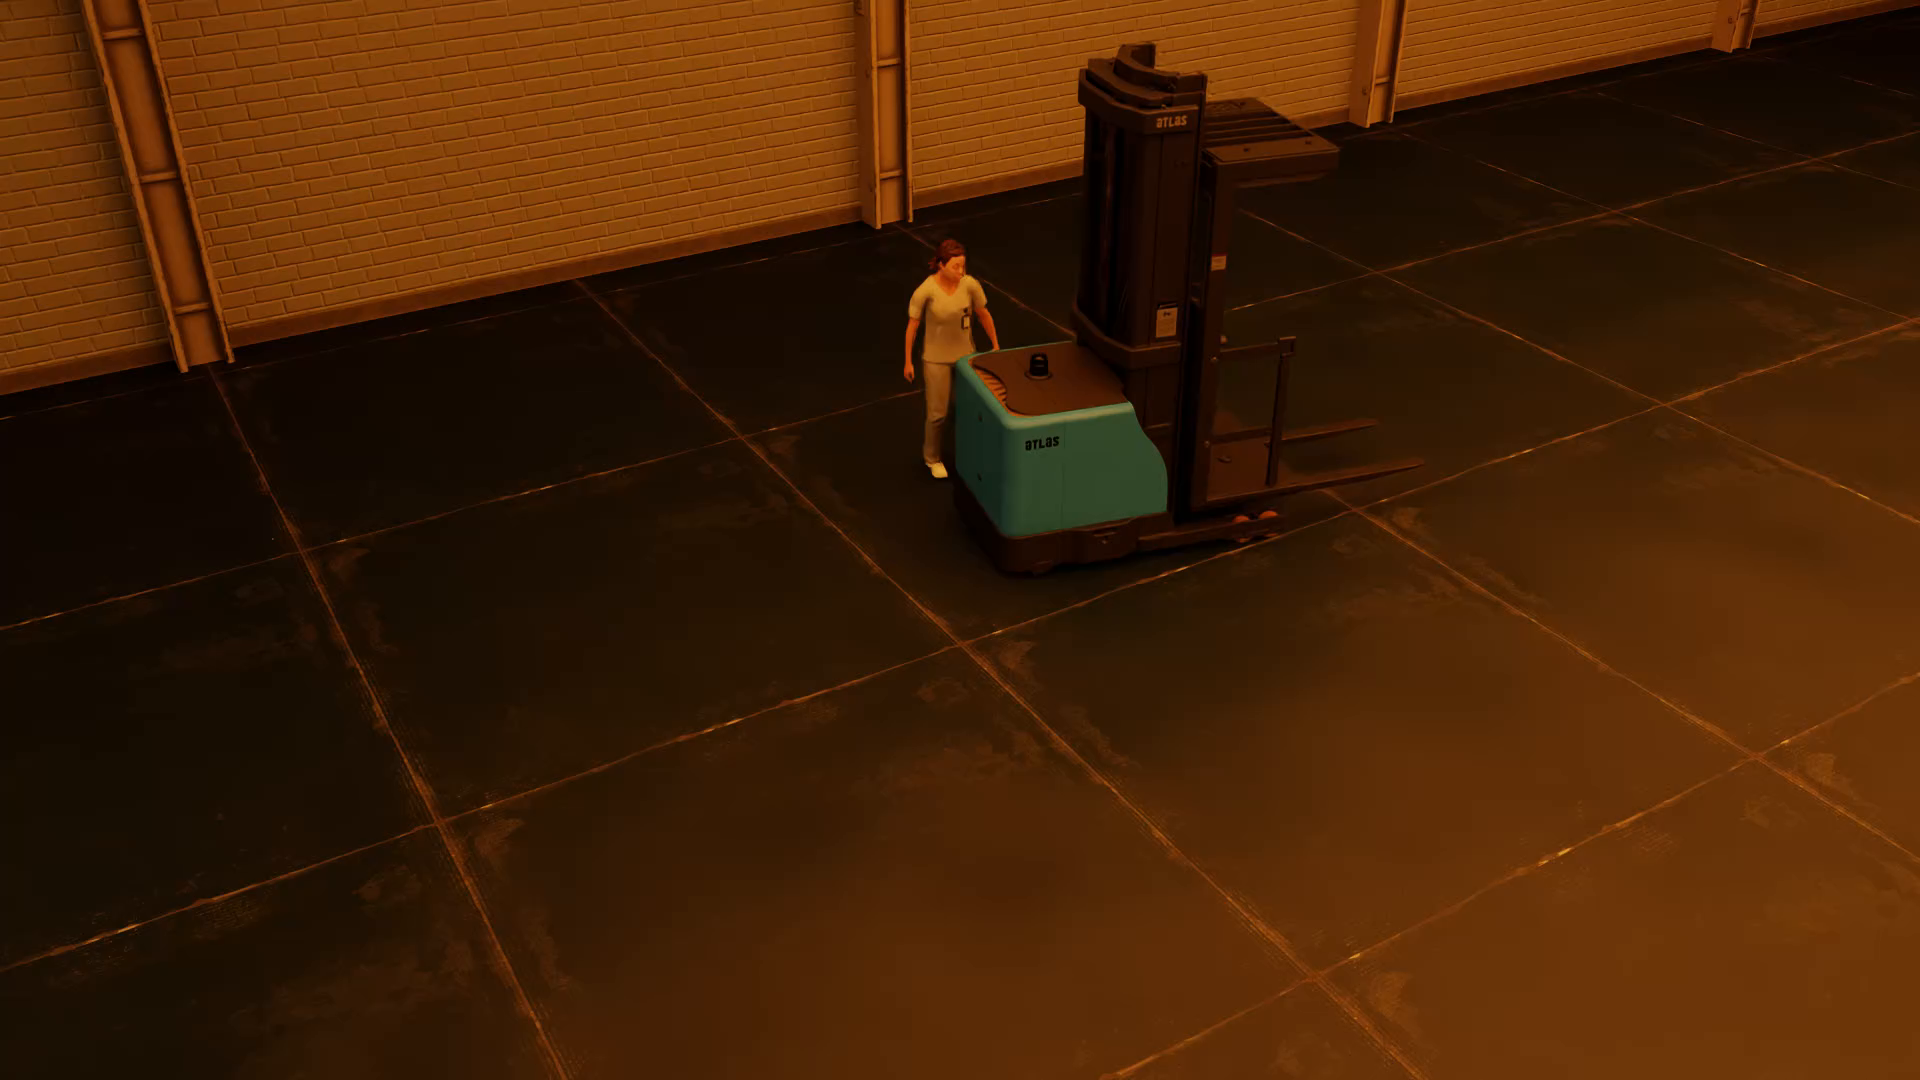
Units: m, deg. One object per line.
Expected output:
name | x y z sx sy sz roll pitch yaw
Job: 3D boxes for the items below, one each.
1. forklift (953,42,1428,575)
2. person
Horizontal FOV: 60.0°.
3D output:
forklift | 1.532 -1.489 10.134 3.031 2.935 1.130 -10 32 -16
person | -0.033 -1.200 10.899 0.700 1.652 0.315 -11 33 -17
